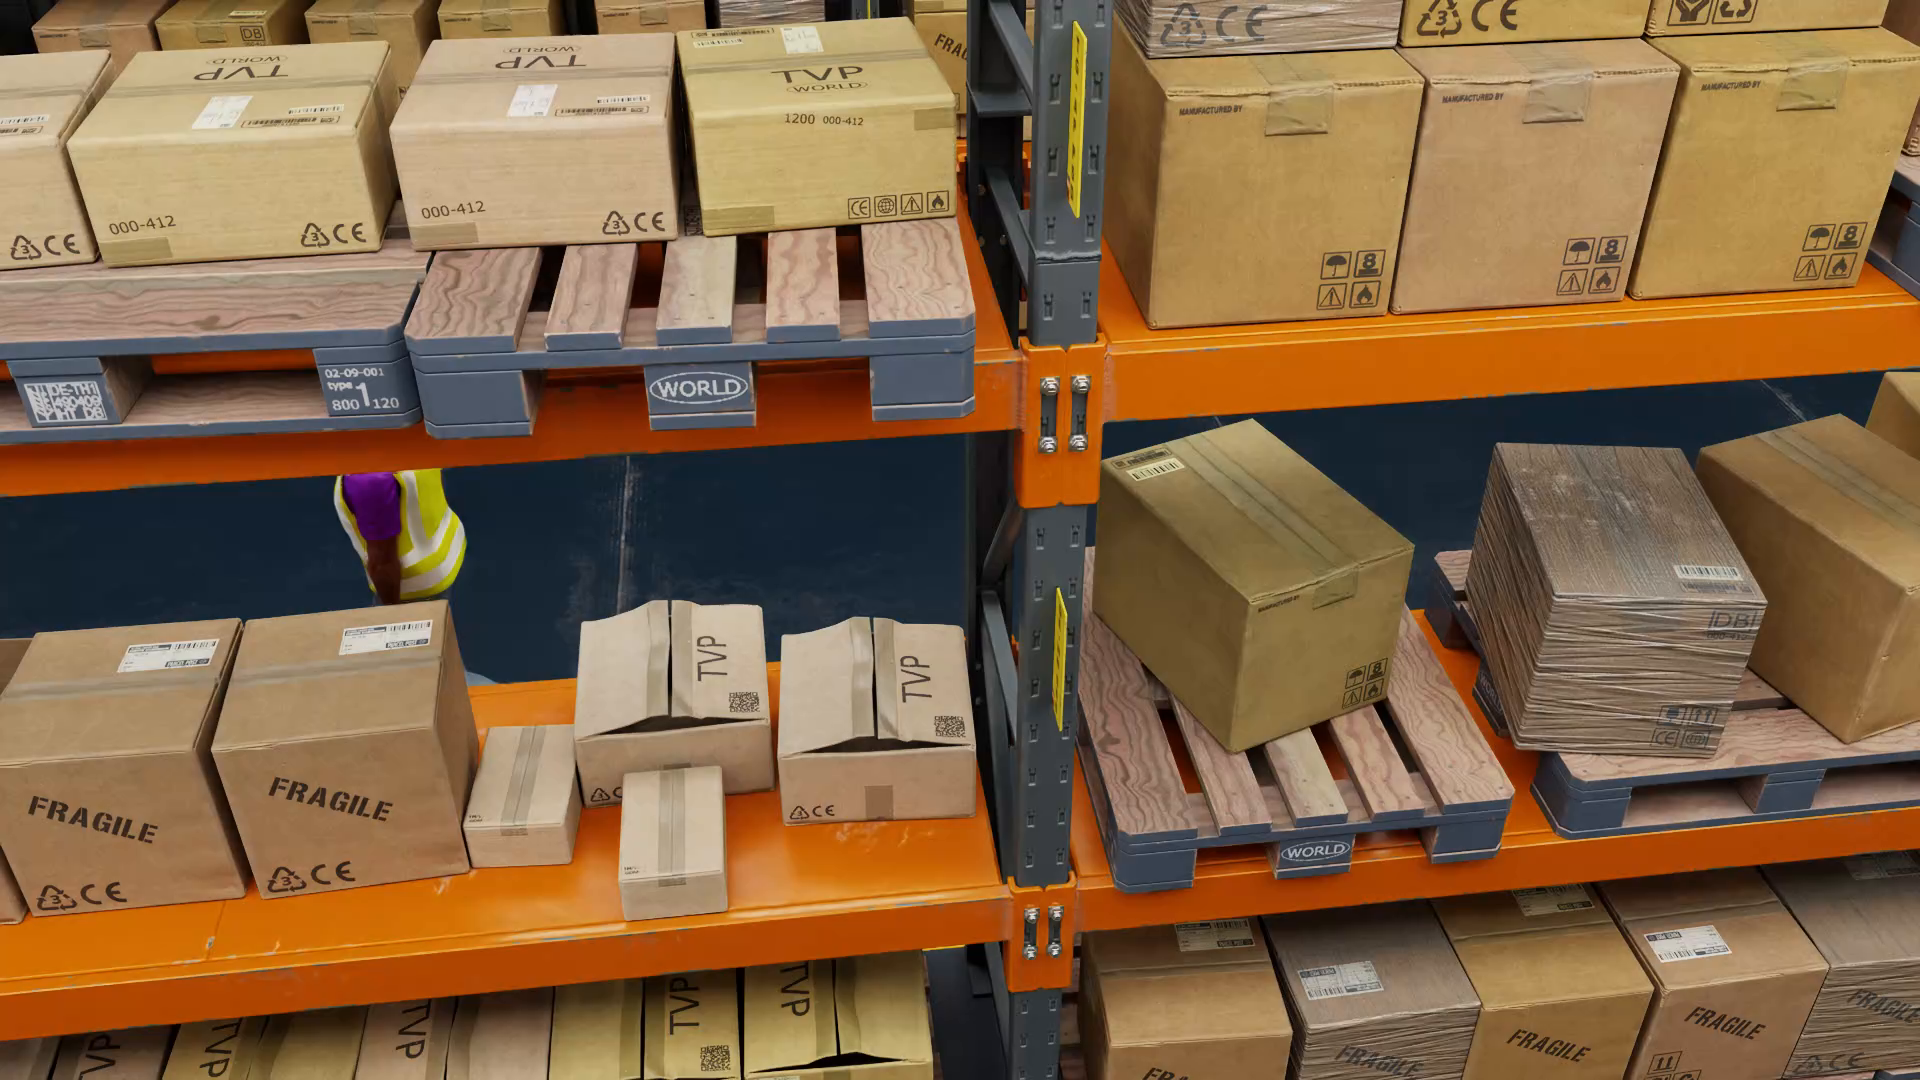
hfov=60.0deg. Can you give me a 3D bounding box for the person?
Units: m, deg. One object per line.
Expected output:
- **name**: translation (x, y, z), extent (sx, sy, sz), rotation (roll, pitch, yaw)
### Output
- **person**: translation (-1.880, 0.103, 5.942), extent (0.615, 1.752, 0.597), rotation (0, 35, 0)
